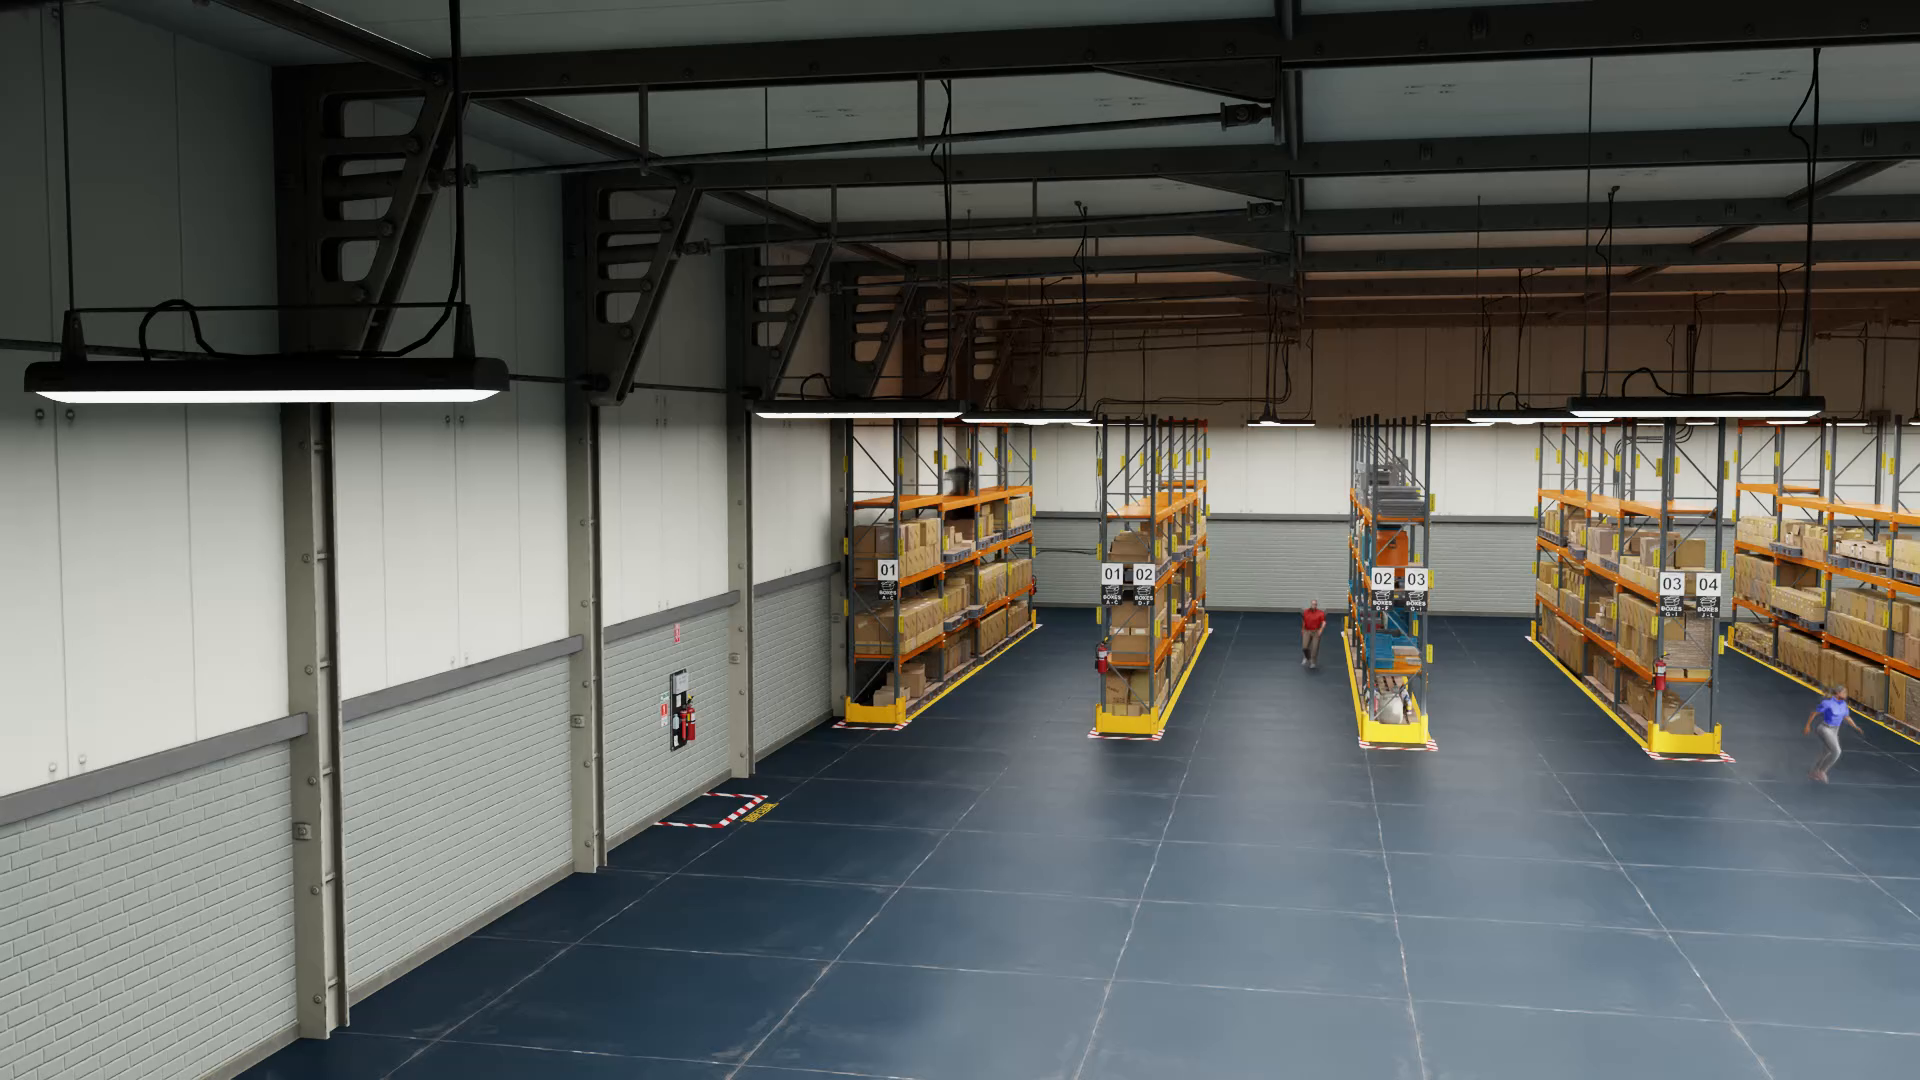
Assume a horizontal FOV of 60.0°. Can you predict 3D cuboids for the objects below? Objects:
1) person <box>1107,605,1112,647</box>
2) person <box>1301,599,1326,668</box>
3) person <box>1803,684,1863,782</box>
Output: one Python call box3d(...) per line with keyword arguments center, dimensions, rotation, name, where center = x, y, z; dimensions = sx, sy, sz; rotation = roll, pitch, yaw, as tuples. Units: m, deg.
box3d(center=(4.212, 1.954, 43.726), dimensions=(0.670, 1.692, 0.960), rotation=(2, 4, 27), name="person")
box3d(center=(8.397, 2.240, 39.636), dimensions=(0.675, 1.679, 0.803), rotation=(2, 4, 22), name="person")
box3d(center=(14.123, 3.117, 26.877), dimensions=(0.562, 1.599, 0.787), rotation=(-2, 4, -30), name="person")
